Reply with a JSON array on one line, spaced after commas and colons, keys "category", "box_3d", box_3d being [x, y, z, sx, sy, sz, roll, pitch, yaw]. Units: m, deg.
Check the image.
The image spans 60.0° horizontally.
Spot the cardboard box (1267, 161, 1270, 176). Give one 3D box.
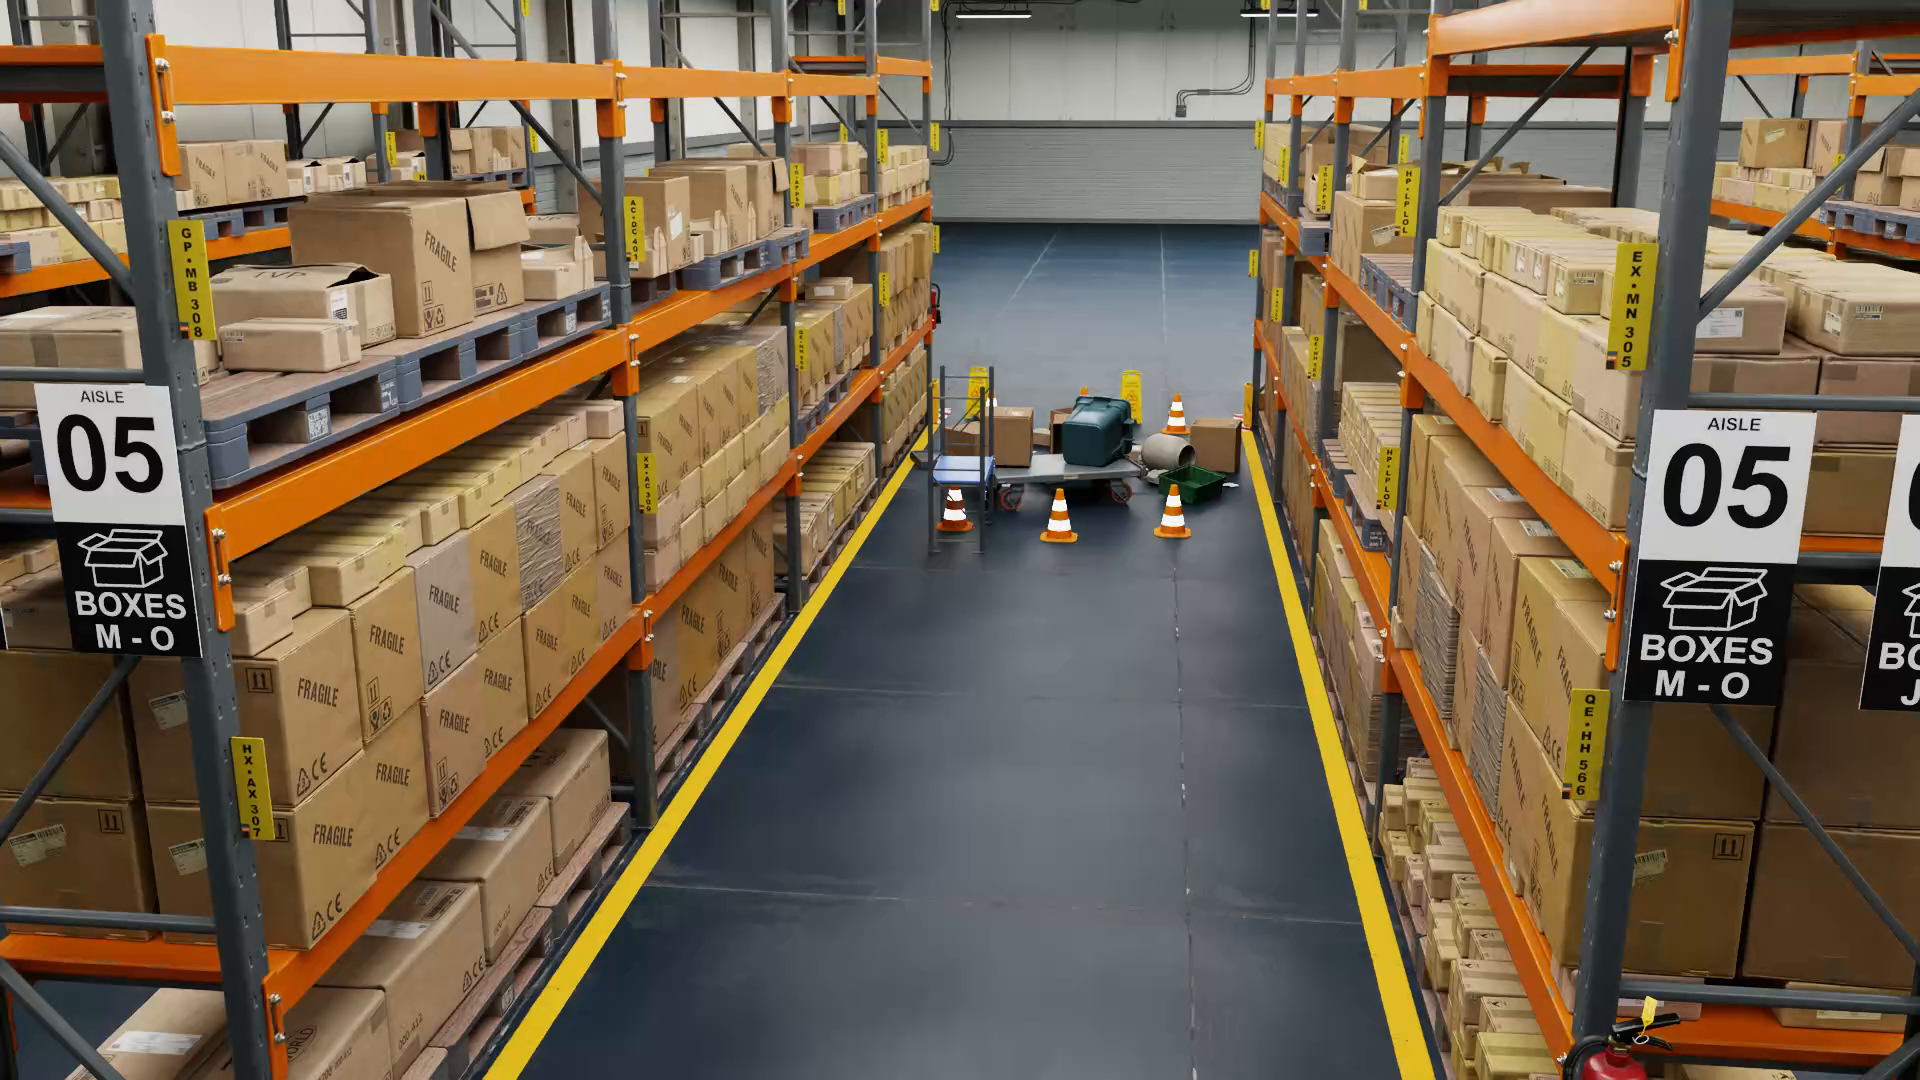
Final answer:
[{"category": "cardboard box", "box_3d": [3.637, -4.152, 18.596, 0.380, 0.149, 0.250, 2, 15, 7]}]

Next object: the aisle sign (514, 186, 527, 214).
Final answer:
[{"category": "aisle sign", "box_3d": [-5.484, -4.379, 20.716, 0.394, 0.787, 0.004, 2, 15, 6]}]

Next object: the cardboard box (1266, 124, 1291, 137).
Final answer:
[{"category": "cardboard box", "box_3d": [3.696, -4.671, 18.988, 0.380, 0.149, 0.250, 2, 15, 7]}]

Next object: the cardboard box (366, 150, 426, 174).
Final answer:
[{"category": "cardboard box", "box_3d": [-5.898, -3.942, 17.511, 0.500, 0.311, 0.500, 2, 15, 7]}]

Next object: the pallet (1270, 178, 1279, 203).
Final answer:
[{"category": "pallet", "box_3d": [3.871, -3.746, 17.779, 1.003, 0.211, 1.213, 2, 15, 6]}]

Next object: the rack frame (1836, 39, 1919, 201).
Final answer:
[{"category": "rack frame", "box_3d": [8.545, -4.537, 14.788, 1.000, 3.000, 0.127, 2, 15, 6]}]

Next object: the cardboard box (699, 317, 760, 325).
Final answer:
[{"category": "cardboard box", "box_3d": [-1.931, -1.550, 13.671, 0.500, 0.500, 0.500, 1, 15, 5]}]

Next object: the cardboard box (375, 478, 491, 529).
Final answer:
[{"category": "cardboard box", "box_3d": [-2.124, -0.149, 6.706, 0.380, 0.149, 0.250, 1, 15, 5]}]

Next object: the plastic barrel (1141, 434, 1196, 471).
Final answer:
[{"category": "plastic barrel", "box_3d": [2.232, -0.909, 17.800, 0.421, 0.421, 0.512, -14, 20, -42]}]

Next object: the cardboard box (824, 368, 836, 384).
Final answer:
[{"category": "cardboard box", "box_3d": [-1.301, -1.473, 14.628, 0.380, 0.149, 0.250, 2, 15, 8]}]

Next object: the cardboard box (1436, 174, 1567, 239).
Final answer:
[{"category": "cardboard box", "box_3d": [3.030, -1.835, 9.542, 0.797, 0.503, 0.637, 1, 15, 6]}]

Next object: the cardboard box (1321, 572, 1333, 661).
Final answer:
[{"category": "cardboard box", "box_3d": [2.790, 0.535, 11.510, 0.500, 0.500, 0.500, 2, 15, 7]}]

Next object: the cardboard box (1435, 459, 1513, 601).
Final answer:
[{"category": "cardboard box", "box_3d": [2.301, -0.038, 6.967, 0.500, 0.500, 0.500, 2, 15, 7]}]

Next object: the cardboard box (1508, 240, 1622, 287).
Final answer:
[{"category": "cardboard box", "box_3d": [2.215, -1.003, 6.033, 0.380, 0.149, 0.250, 1, 15, 5]}]

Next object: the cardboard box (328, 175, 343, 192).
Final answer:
[{"category": "cardboard box", "box_3d": [-6.056, -3.361, 15.673, 0.380, 0.149, 0.250, 2, 15, 6]}]

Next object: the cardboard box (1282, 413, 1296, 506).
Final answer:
[{"category": "cardboard box", "box_3d": [3.647, -0.766, 15.842, 1.050, 0.750, 0.750, 2, 15, 6]}]

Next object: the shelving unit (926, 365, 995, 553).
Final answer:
[{"category": "shelving unit", "box_3d": [0.017, -0.751, 15.127, 0.538, 1.500, 1.048, 1, 16, 5]}]

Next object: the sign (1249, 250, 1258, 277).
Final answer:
[{"category": "sign", "box_3d": [3.529, -3.324, 19.988, 0.100, 0.325, 0.005, 2, 15, 6]}]

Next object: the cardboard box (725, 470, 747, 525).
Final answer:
[{"category": "cardboard box", "box_3d": [-1.696, -0.288, 10.855, 0.500, 0.250, 0.500, 1, 15, 5]}]

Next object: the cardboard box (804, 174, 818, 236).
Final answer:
[{"category": "cardboard box", "box_3d": [-1.609, -2.789, 13.875, 0.797, 0.503, 0.637, 2, 15, 6]}]

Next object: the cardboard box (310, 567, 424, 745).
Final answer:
[{"category": "cardboard box", "box_3d": [-2.267, 0.398, 5.923, 0.500, 0.500, 0.500, 1, 15, 5]}]

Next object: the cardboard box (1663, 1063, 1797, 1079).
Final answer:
[{"category": "cardboard box", "box_3d": [2.738, 1.923, 5.909, 0.380, 0.149, 0.250, 2, 15, 6]}]

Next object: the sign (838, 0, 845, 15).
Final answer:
[{"category": "sign", "box_3d": [-1.390, -6.371, 19.631, 0.100, 0.325, 0.005, 2, 15, 6]}]

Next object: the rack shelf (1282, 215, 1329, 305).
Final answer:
[{"category": "rack shelf", "box_3d": [3.402, -2.395, 13.992, 1.077, 0.370, 4.000, 2, 15, 6]}]

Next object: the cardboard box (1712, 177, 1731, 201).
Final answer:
[{"category": "cardboard box", "box_3d": [8.685, -3.936, 18.602, 0.500, 0.250, 0.500, 2, 15, 8]}]

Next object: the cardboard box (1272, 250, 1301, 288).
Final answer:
[{"category": "cardboard box", "box_3d": [3.650, -2.647, 16.938, 0.875, 0.550, 0.550, 2, 15, 6]}]

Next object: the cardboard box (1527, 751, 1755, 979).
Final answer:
[{"category": "cardboard box", "box_3d": [2.069, 0.983, 5.105, 0.500, 0.500, 0.500, 2, 15, 7]}]

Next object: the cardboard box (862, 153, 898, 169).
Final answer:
[{"category": "cardboard box", "box_3d": [-0.847, -3.920, 17.208, 0.380, 0.149, 0.250, 2, 15, 6]}]

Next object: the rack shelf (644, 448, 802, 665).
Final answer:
[{"category": "rack shelf", "box_3d": [-1.979, -0.029, 10.989, 1.077, 0.370, 4.000, 2, 15, 6]}]

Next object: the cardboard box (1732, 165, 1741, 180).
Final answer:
[{"category": "cardboard box", "box_3d": [8.602, -3.979, 17.997, 0.380, 0.149, 0.250, 2, 15, 9]}]

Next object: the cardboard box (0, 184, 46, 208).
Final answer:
[{"category": "cardboard box", "box_3d": [-6.551, -2.383, 11.524, 0.380, 0.149, 0.250, 1, 15, 5]}]

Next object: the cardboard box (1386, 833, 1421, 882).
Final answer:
[{"category": "cardboard box", "box_3d": [2.335, 1.589, 8.283, 0.380, 0.149, 0.250, 2, 15, 8]}]

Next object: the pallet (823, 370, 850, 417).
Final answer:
[{"category": "pallet", "box_3d": [-1.570, -1.317, 14.742, 1.003, 0.211, 1.213, 2, 15, 6]}]

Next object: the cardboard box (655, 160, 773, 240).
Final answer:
[{"category": "cardboard box", "box_3d": [-1.676, -2.332, 11.384, 0.700, 0.500, 0.500, 1, 15, 3]}]

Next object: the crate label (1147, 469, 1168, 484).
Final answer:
[{"category": "crate label", "box_3d": [2.111, -0.652, 17.398, 0.298, 0.136, 0.250, -10, 18, -32]}]

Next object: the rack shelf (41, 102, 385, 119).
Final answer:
[{"category": "rack shelf", "box_3d": [-6.460, -3.915, 14.632, 1.077, 0.370, 4.000, 2, 15, 6]}]

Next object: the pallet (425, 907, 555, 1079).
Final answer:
[{"category": "pallet", "box_3d": [-2.503, 2.001, 7.447, 1.003, 0.211, 1.213, 2, 15, 6]}]

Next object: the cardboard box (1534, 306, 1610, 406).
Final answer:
[{"category": "cardboard box", "box_3d": [2.130, -0.577, 5.221, 0.500, 0.250, 0.500, 1, 15, 5]}]

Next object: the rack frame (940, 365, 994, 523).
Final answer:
[{"category": "rack frame", "box_3d": [0.065, -0.890, 15.614, 0.500, 1.500, 0.032, 1, 16, 5]}]

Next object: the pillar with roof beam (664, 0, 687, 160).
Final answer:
[{"category": "pillar with roof beam", "box_3d": [-1.125, -8.843, 30.713, 9.100, 9.000, 0.400, 2, 15, 6]}]

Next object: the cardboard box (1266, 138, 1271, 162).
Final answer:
[{"category": "cardboard box", "box_3d": [3.714, -4.371, 18.644, 0.500, 0.250, 0.500, 2, 15, 6]}]

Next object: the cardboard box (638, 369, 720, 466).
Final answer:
[{"category": "cardboard box", "box_3d": [-1.780, -0.757, 10.196, 0.500, 0.500, 0.500, 1, 15, 5]}]

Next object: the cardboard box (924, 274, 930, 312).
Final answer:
[{"category": "cardboard box", "box_3d": [-0.638, -3.013, 19.885, 0.500, 0.500, 0.500, 1, 15, 5]}]

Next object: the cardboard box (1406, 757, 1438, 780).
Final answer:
[{"category": "cardboard box", "box_3d": [2.481, 1.231, 8.467, 0.380, 0.149, 0.250, 2, 15, 9]}]

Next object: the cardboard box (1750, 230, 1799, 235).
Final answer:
[{"category": "cardboard box", "box_3d": [9.180, -3.203, 18.671, 0.500, 0.500, 0.500, 2, 15, 6]}]

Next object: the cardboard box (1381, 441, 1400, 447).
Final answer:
[{"category": "cardboard box", "box_3d": [2.698, -0.485, 9.834, 0.380, 0.149, 0.250, 1, 15, 4]}]

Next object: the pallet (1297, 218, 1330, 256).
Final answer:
[{"category": "pallet", "box_3d": [3.197, -2.301, 12.628, 1.213, 0.211, 1.003, 2, 15, 9]}]

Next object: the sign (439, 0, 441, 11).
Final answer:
[{"category": "sign", "box_3d": [-6.334, -6.557, 20.165, 0.100, 0.325, 0.005, 2, 15, 6]}]

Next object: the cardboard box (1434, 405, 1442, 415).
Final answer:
[{"category": "cardboard box", "box_3d": [3.573, -0.859, 11.787, 0.380, 0.149, 0.250, 2, 15, 7]}]

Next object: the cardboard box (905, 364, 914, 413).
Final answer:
[{"category": "cardboard box", "box_3d": [-0.801, -1.726, 18.912, 0.500, 0.500, 0.500, 1, 15, 5]}]

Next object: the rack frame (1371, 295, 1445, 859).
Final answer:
[{"category": "rack frame", "box_3d": [2.725, 0.262, 8.535, 1.000, 3.000, 0.127, 2, 15, 6]}]

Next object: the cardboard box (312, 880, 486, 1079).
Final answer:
[{"category": "cardboard box", "box_3d": [-2.586, 1.802, 6.943, 0.875, 0.438, 0.875, 2, 15, 8]}]

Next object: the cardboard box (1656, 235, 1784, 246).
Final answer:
[{"category": "cardboard box", "box_3d": [2.833, -1.056, 6.227, 0.380, 0.149, 0.250, 1, 15, 5]}]

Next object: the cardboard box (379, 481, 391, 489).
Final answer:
[{"category": "cardboard box", "box_3d": [-2.592, -0.295, 7.244, 0.380, 0.149, 0.250, 2, 15, 6]}]

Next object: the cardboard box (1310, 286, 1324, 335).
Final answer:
[{"category": "cardboard box", "box_3d": [3.464, -1.950, 14.610, 0.700, 0.500, 0.500, 2, 15, 7]}]
